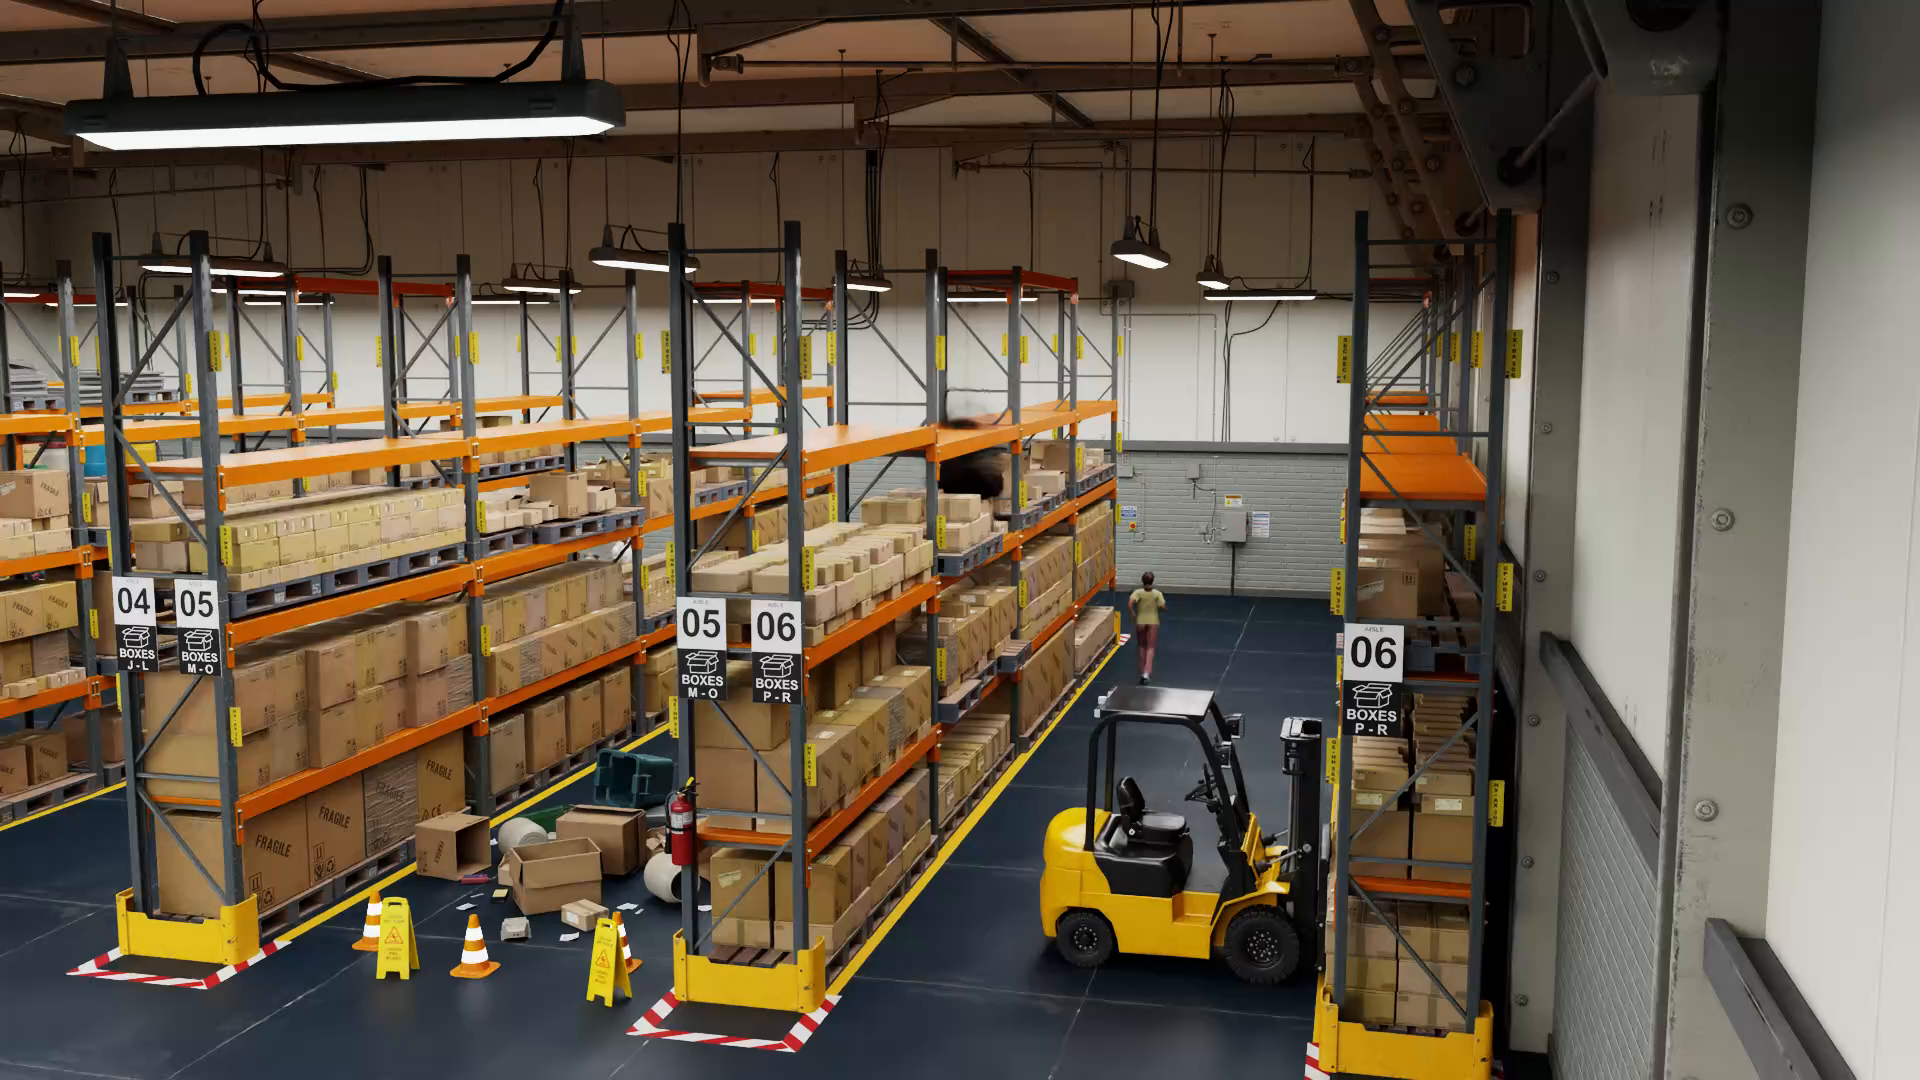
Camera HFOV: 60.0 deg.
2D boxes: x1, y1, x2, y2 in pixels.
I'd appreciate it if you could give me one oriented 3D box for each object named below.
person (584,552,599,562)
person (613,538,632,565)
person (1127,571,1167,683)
[{"bbox_3d":[-5.817,1.065,26.246,0.641,1.745,0.696,1,7,6],"label":"person"},{"bbox_3d":[-6.133,0.607,30.761,0.582,1.657,0.695,-4,8,-30],"label":"person"},{"bbox_3d":[2.784,1.312,24.710,0.566,1.705,0.842,2,7,13],"label":"person"}]
